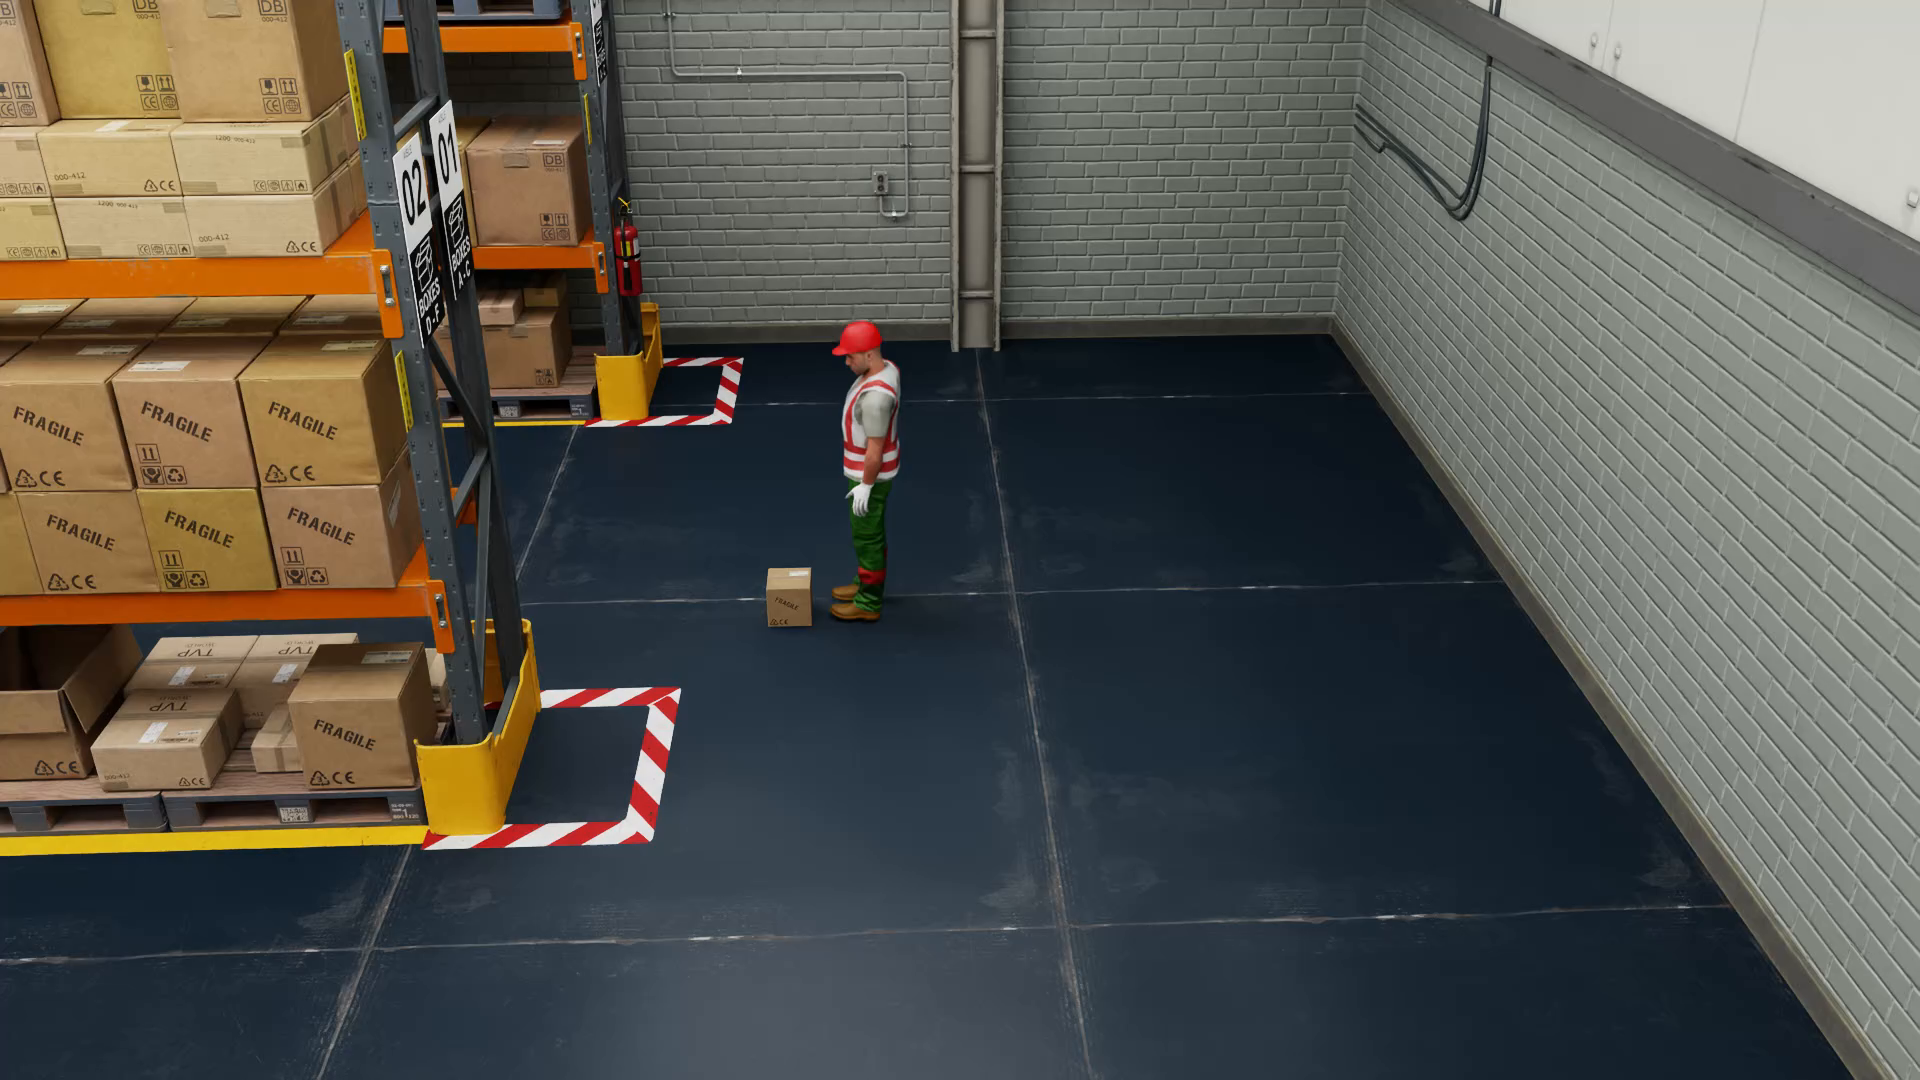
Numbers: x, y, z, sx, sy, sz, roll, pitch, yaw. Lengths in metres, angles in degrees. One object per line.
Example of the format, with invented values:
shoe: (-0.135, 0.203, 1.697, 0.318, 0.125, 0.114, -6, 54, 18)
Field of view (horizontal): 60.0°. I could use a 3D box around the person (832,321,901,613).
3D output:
person: (-0.506, -0.399, 9.266, 0.358, 1.732, 0.539, 1, 27, 2)
